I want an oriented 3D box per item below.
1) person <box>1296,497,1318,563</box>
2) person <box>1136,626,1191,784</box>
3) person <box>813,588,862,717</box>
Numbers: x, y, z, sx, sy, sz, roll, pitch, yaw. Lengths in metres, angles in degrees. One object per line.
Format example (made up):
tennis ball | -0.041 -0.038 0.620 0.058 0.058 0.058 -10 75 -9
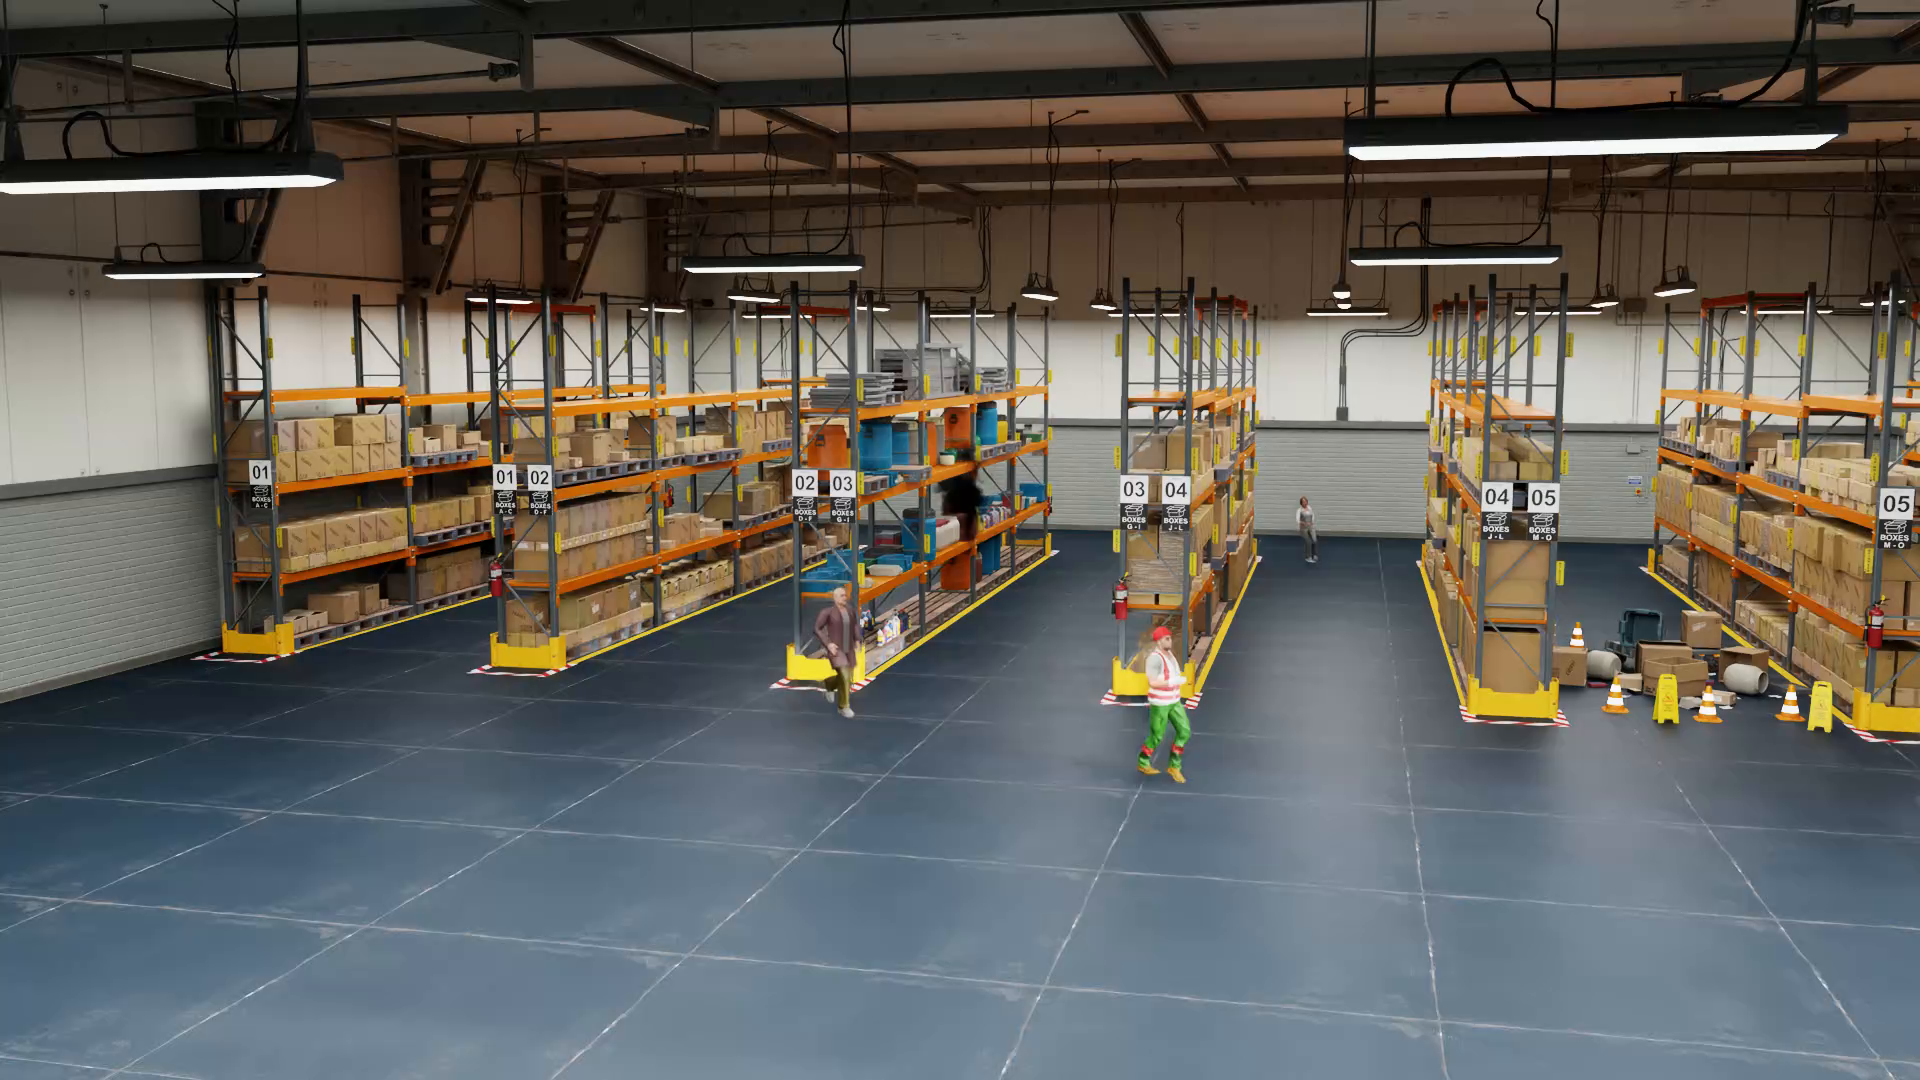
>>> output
person | 8.113 -0.233 38.847 0.576 1.552 0.570 -1 7 -10
person | 2.377 1.913 19.230 0.720 1.838 0.631 6 9 43
person | -1.695 1.525 22.917 0.739 1.760 0.791 -6 9 -43
